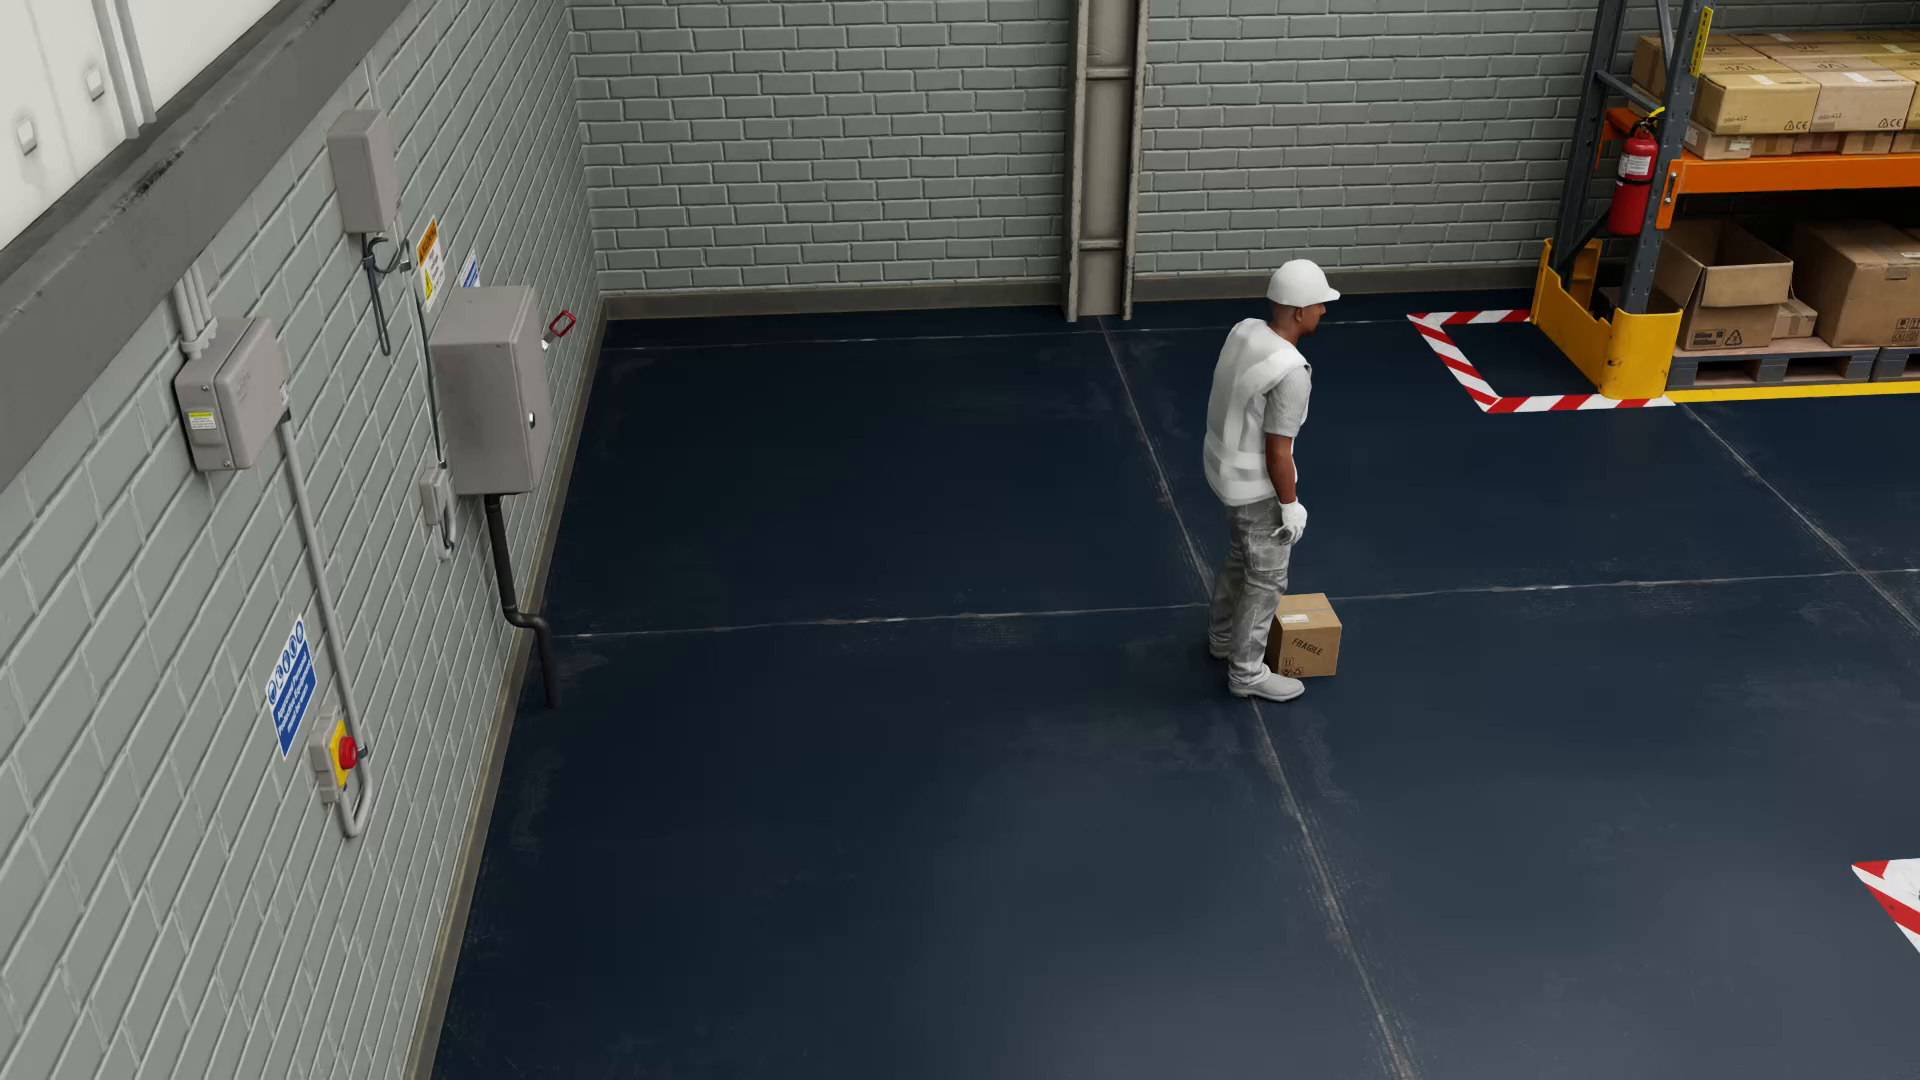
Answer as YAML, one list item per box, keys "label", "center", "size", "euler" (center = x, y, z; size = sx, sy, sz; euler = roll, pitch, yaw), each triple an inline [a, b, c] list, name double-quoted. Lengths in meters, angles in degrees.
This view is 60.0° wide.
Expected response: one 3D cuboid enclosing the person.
- label: "person"
  center: [1.192, -0.241, 6.527]
  size: [0.451, 1.773, 0.625]
  euler: [-5, 31, -8]
